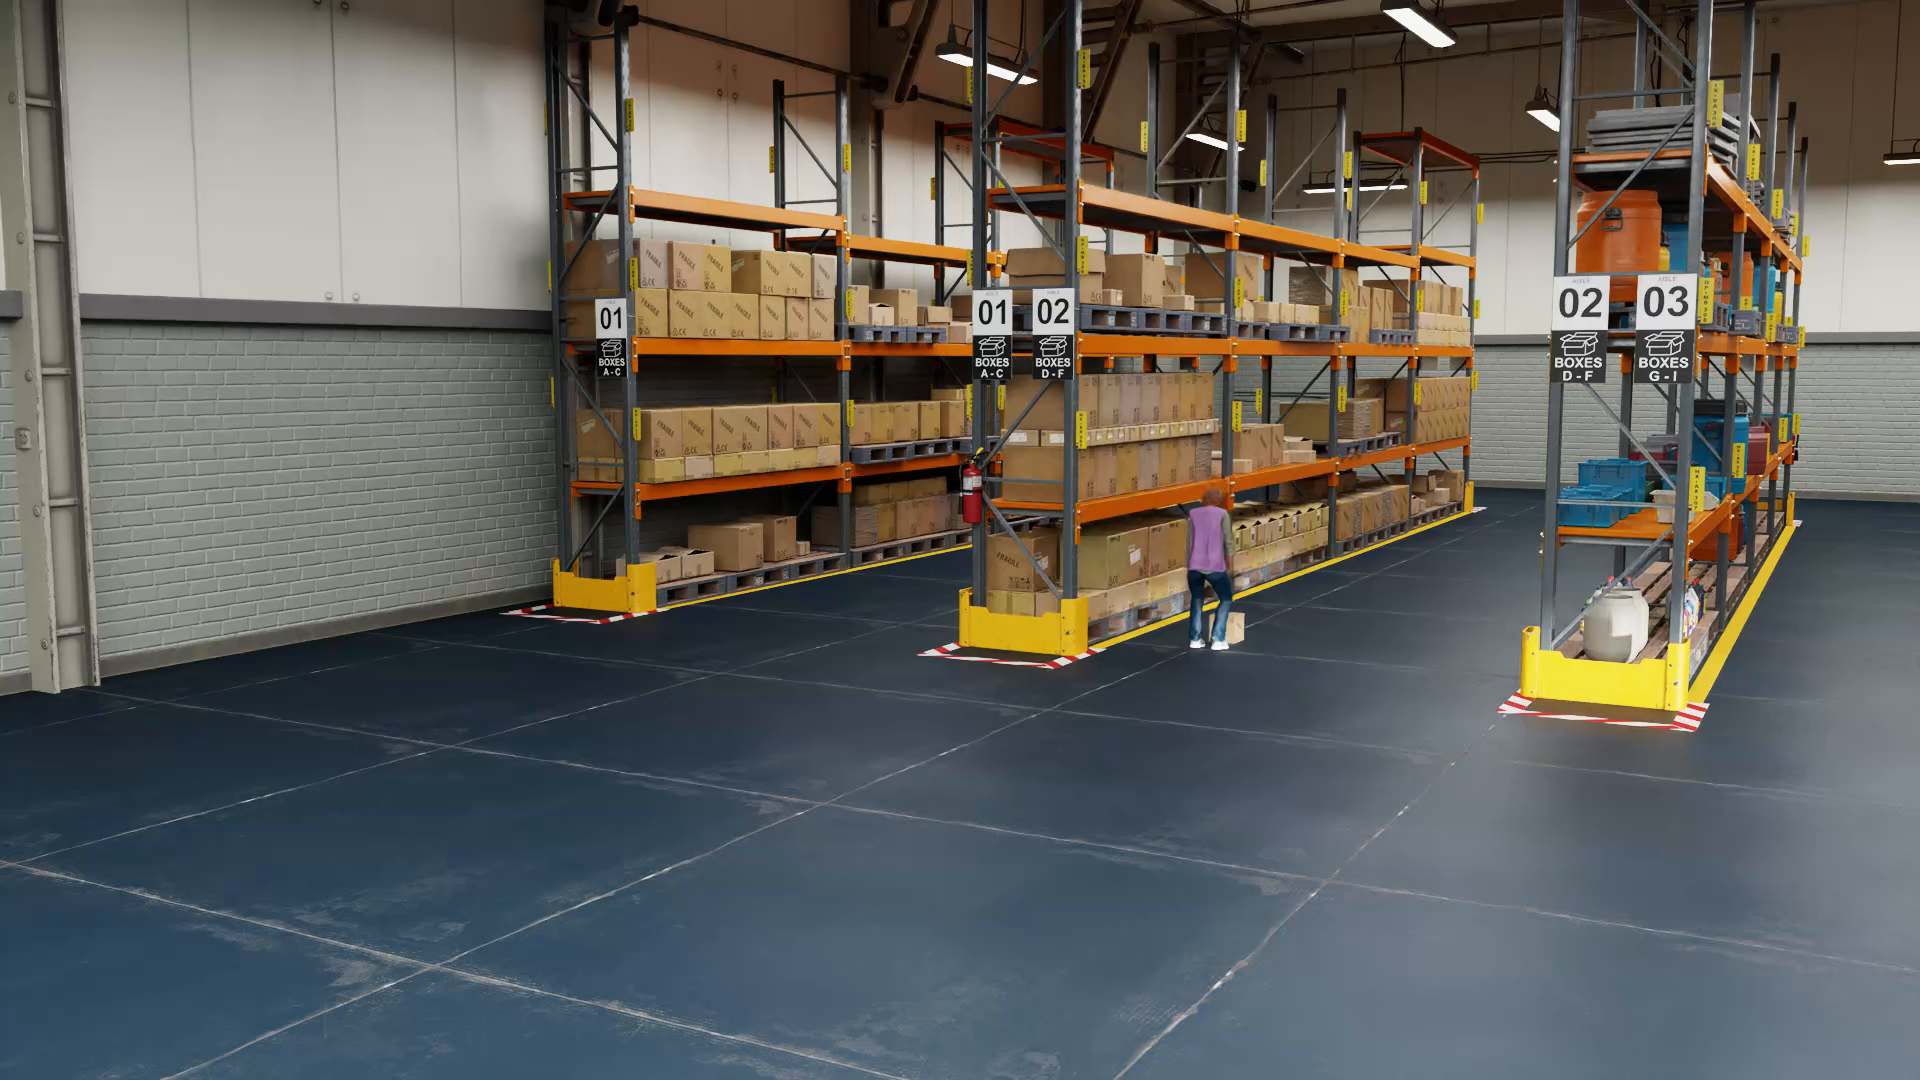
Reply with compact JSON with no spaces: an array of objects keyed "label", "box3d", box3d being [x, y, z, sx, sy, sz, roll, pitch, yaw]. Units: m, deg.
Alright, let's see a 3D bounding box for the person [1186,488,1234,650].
[{"label":"person","box3d":[2.215,0.261,14.912,0.454,1.444,0.540,3,7,29]}]
